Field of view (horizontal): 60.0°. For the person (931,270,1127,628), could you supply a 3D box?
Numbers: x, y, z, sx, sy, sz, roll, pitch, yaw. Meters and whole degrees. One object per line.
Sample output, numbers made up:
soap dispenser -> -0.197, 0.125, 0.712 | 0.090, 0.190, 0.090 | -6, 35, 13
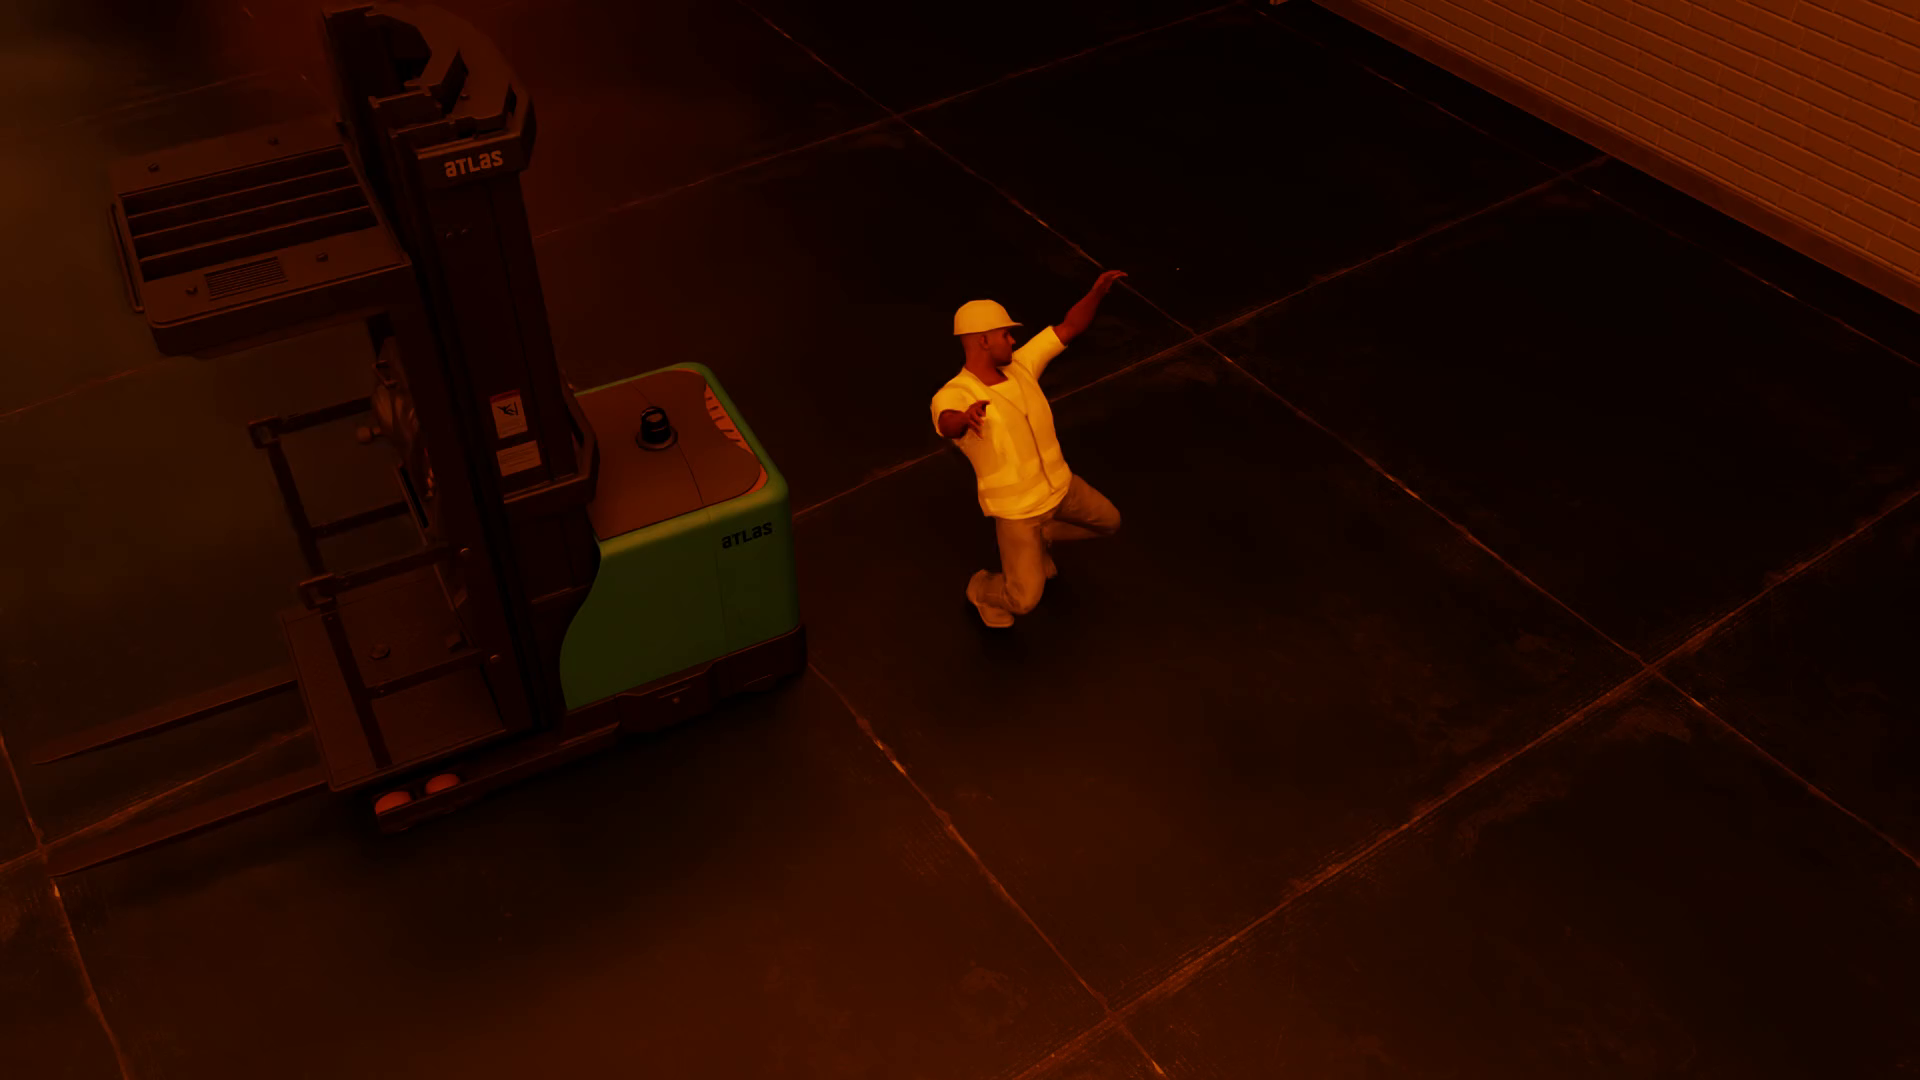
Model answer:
person -> 0.197, -0.310, 6.999 | 0.743, 1.642, 1.057 | 30, 50, 28

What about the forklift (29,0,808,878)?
forklift -> -2.212, -0.330, 6.073 | 3.031, 2.935, 1.130 | -19, 46, -20
